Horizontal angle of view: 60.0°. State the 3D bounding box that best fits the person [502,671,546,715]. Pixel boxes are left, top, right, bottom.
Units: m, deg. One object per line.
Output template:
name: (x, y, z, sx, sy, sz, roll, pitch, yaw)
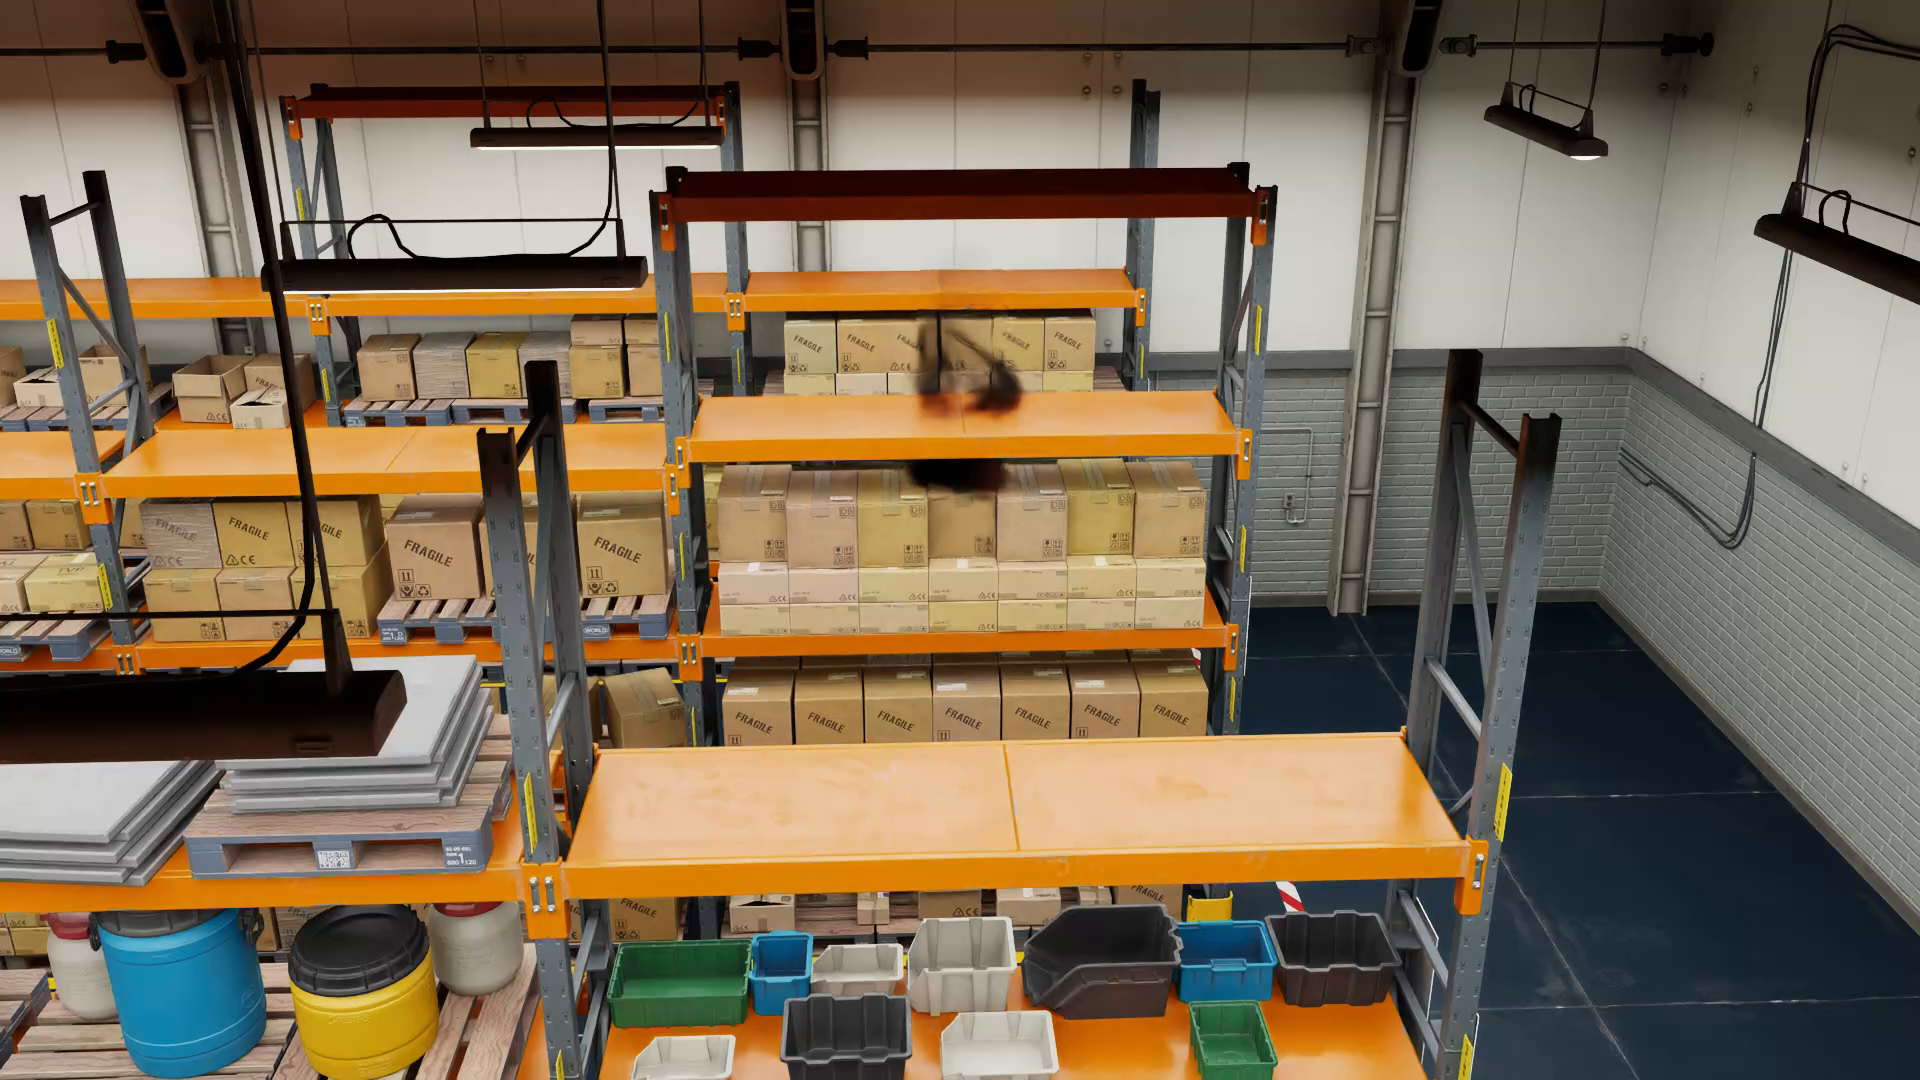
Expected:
person: (-3.789, 1.732, 14.702, 0.548, 1.629, 0.564, -3, 22, -7)
